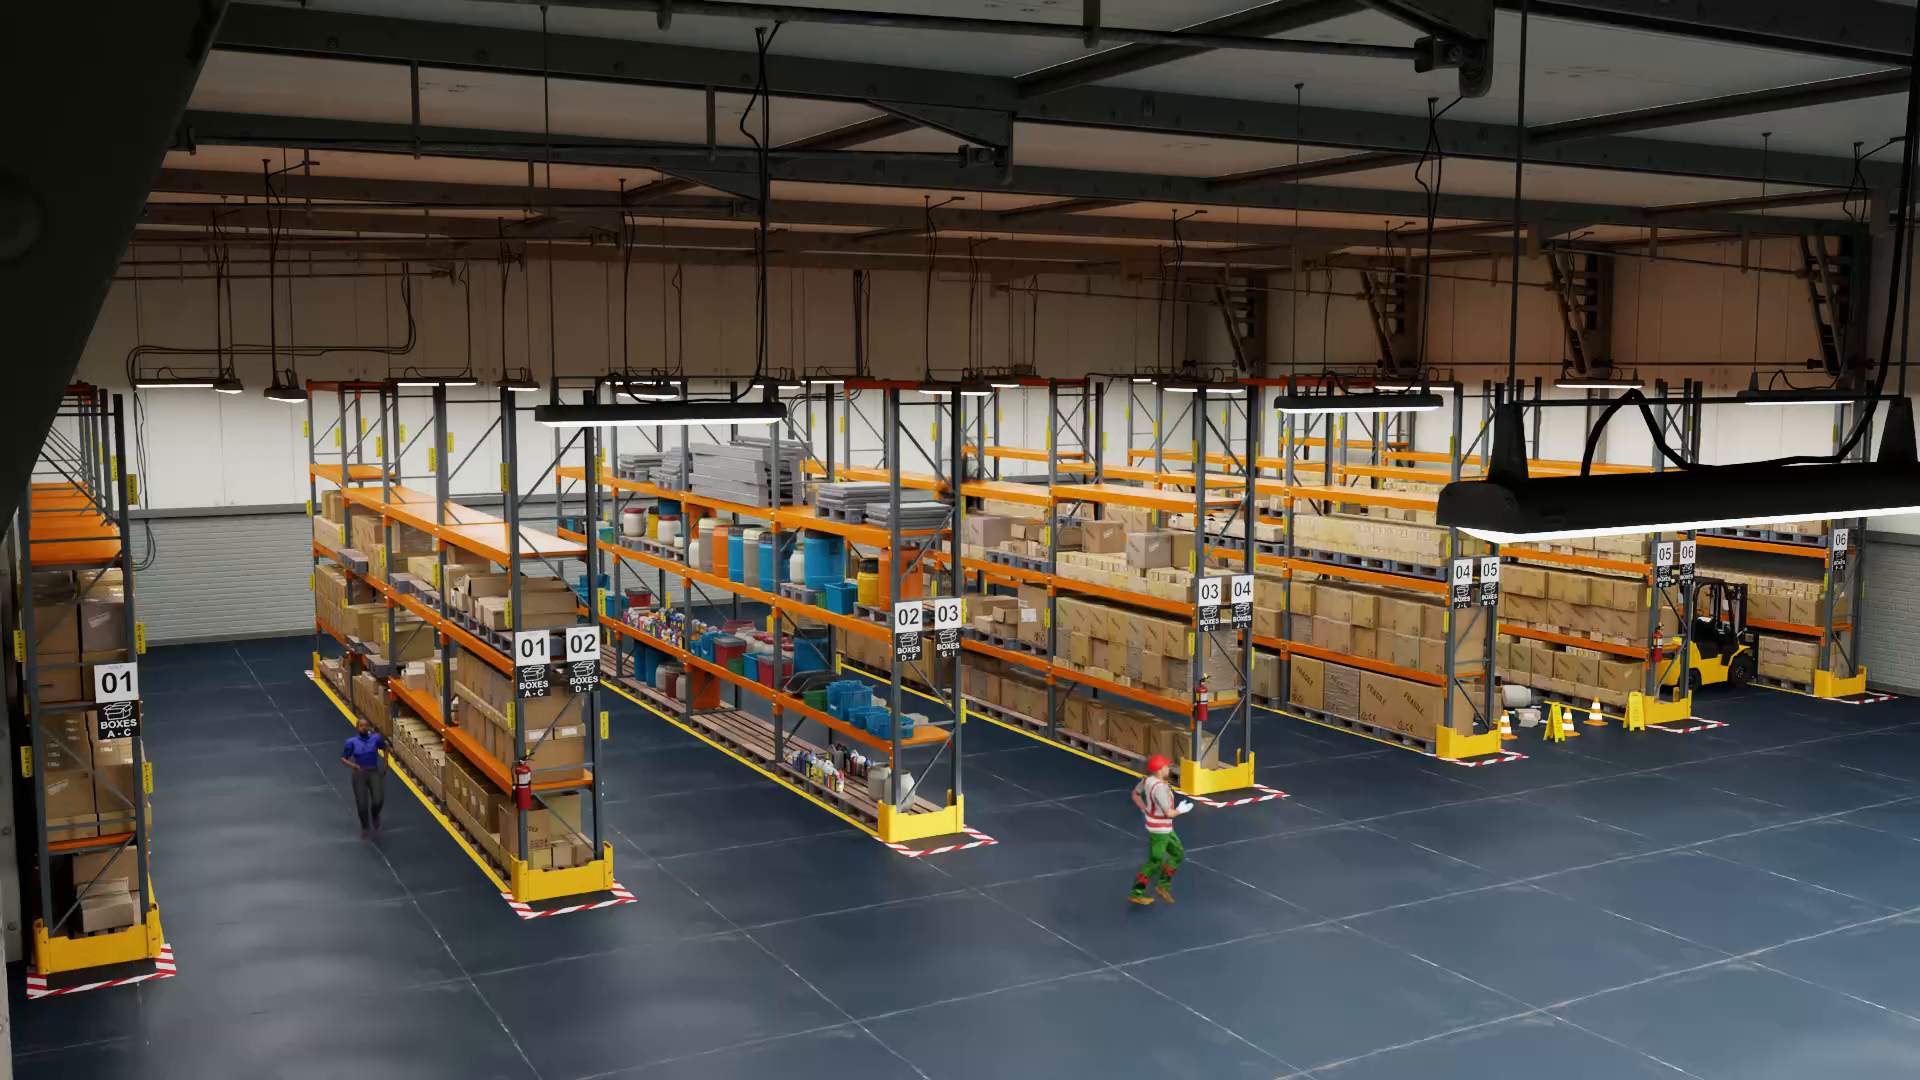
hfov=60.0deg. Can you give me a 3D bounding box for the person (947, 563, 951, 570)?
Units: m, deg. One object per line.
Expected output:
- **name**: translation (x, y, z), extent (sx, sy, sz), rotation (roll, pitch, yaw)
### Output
- **person**: translation (-0.113, 1.069, 41.927), extent (0.827, 1.648, 0.573), rotation (-5, 8, -39)

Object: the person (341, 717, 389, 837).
- **person**: translation (-7.916, 3.172, 22.152), extent (0.590, 1.624, 0.531), rotation (-3, 7, -27)

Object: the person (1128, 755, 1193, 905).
- **person**: translation (2.294, 3.391, 19.331), extent (0.670, 1.824, 0.640), rotation (0, 6, -1)

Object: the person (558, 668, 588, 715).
- **person**: translation (-6.496, 2.525, 28.305), extent (0.514, 1.574, 0.645), rotation (-5, 8, -41)
